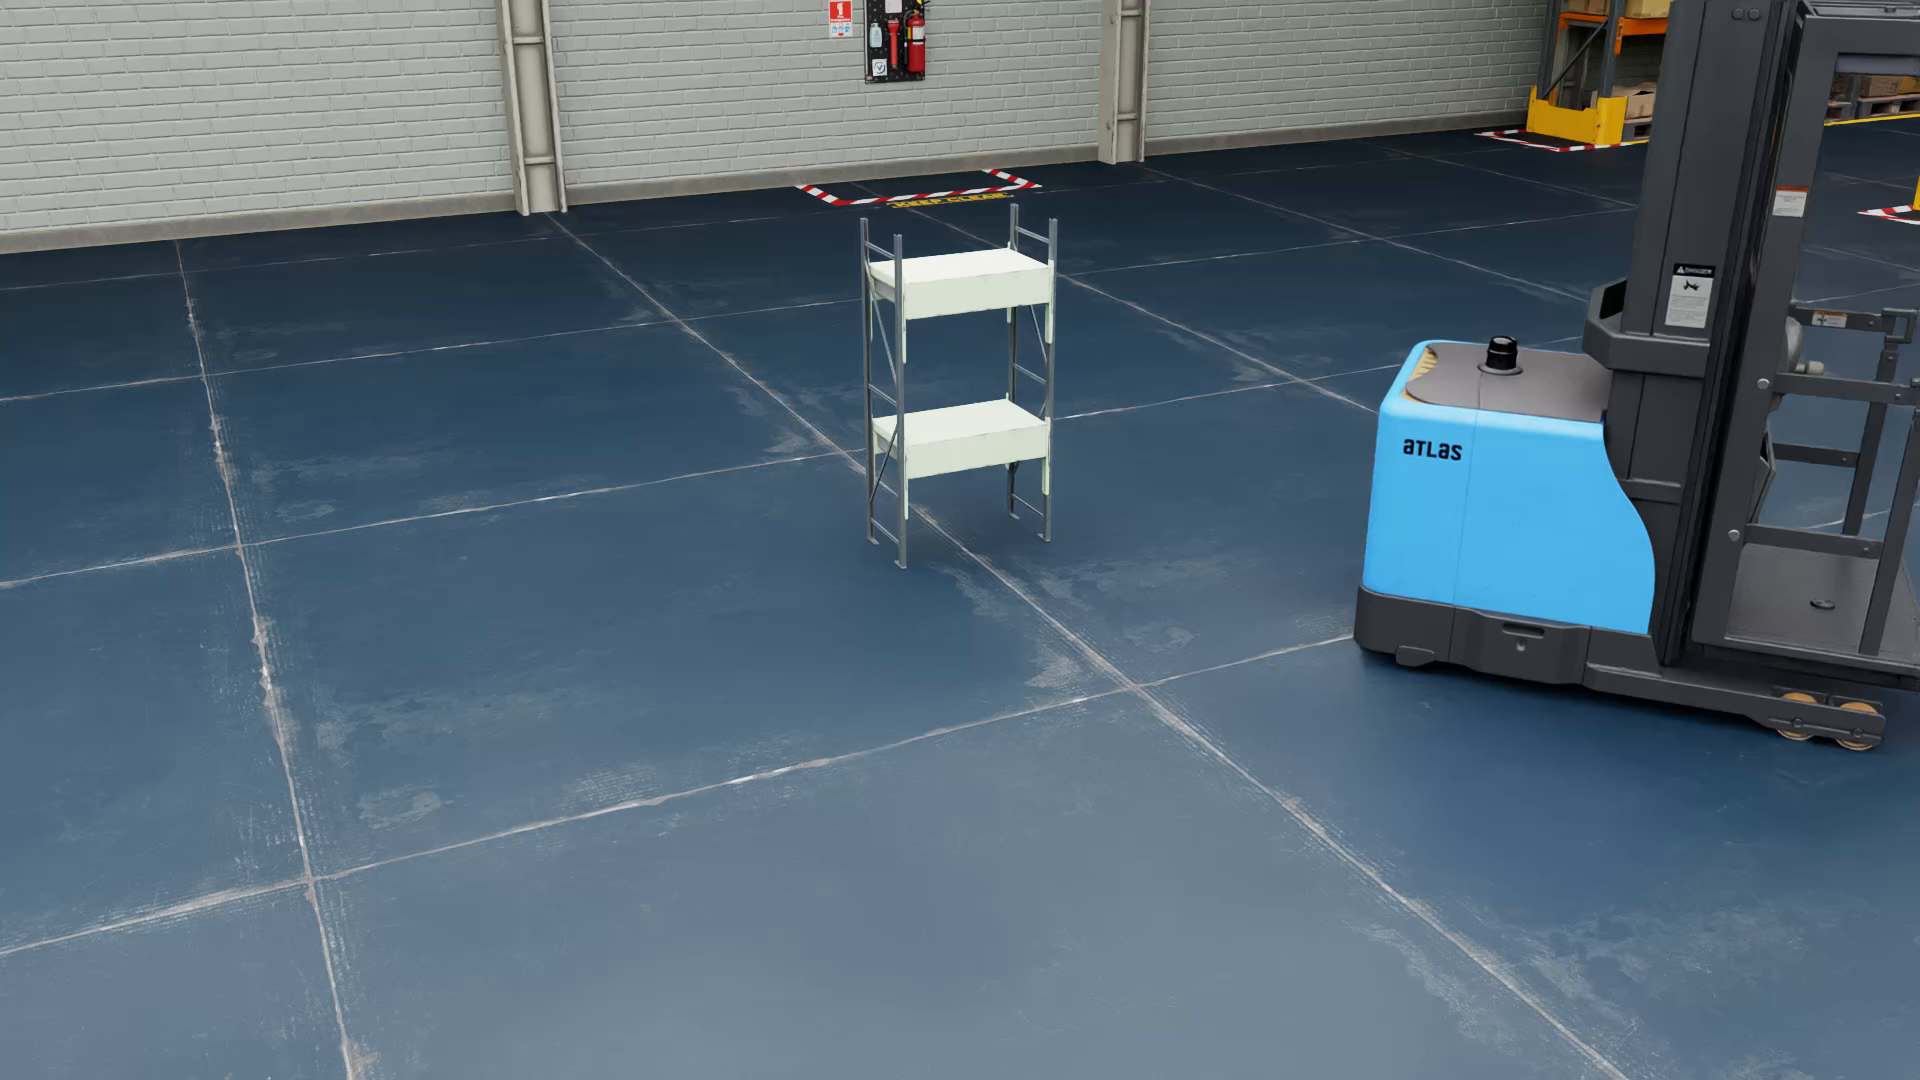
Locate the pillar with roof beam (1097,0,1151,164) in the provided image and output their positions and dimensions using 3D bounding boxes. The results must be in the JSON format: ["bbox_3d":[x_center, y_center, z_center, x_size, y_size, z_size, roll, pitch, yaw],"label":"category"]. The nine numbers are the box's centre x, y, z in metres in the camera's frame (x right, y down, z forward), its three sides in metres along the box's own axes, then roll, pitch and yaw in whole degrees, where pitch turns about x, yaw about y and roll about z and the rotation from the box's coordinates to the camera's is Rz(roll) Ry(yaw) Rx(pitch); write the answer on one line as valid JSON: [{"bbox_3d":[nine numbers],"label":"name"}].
[{"bbox_3d":[3.533,-6.616,11.966,0.400,9.000,9.100,-10,25,-24],"label":"pillar with roof beam"}]

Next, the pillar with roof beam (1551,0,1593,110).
[{"bbox_3d":[8.940,-7.611,14.371,0.400,9.000,9.100,-10,25,-24],"label":"pillar with roof beam"}]

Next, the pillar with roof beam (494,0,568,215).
[{"bbox_3d":[-1.873,-5.620,9.562,0.400,9.000,9.100,-10,25,-24],"label":"pillar with roof beam"}]

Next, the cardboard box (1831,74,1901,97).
[{"bbox_3d":[11.077,-5.748,20.407,0.500,0.500,0.700,-10,24,-22],"label":"cardboard box"}]

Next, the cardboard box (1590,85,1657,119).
[{"bbox_3d":[7.480,-4.953,18.734,0.500,0.311,0.500,-14,26,-30],"label":"cardboard box"}]

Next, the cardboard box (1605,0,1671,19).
[{"bbox_3d":[7.395,-5.820,18.058,0.500,0.250,0.500,-11,25,-25],"label":"cardboard box"}]

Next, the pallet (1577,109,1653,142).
[{"bbox_3d":[7.633,-4.755,18.961,1.213,0.211,1.003,-10,25,-24],"label":"pallet"}]

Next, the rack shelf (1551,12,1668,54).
[{"bbox_3d":[8.619,-5.908,19.041,4.000,0.370,1.077,-10,25,-24],"label":"rack shelf"}]

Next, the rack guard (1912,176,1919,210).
[{"bbox_3d":[8.947,-3.043,14.447,0.348,0.500,1.175,-10,25,-24],"label":"rack guard"}]

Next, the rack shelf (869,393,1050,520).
[{"bbox_3d":[-0.006,-0.391,7.585,0.720,0.370,0.431,-10,25,-24],"label":"rack shelf"}]

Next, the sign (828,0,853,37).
[{"bbox_3d":[-1.120,-4.891,15.597,0.234,0.329,0.001,-10,25,-24],"label":"sign"}]

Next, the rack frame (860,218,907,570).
[{"bbox_3d":[-0.336,-0.631,7.314,0.023,1.500,0.400,-10,25,-24],"label":"rack frame"}]

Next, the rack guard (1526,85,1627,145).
[{"bbox_3d":[6.886,-4.766,18.610,0.348,0.500,1.175,-10,25,-24],"label":"rack guard"}]

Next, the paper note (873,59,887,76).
[{"bbox_3d":[-0.766,-4.518,15.894,0.142,0.148,0.016,-10,25,-24],"label":"paper note"}]

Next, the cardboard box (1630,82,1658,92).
[{"bbox_3d":[7.993,-5.048,18.962,0.500,0.311,0.500,-8,24,-19],"label":"cardboard box"}]

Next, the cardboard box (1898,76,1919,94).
[{"bbox_3d":[11.521,-5.851,20.656,0.500,0.500,0.700,-11,25,-25],"label":"cardboard box"}]

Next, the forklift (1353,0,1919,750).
[{"bbox_3d":[3.132,-0.835,5.934,3.031,2.935,1.130,9,24,20],"label":"forklift"}]

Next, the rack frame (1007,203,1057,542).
[{"bbox_3d":[0.324,-0.753,7.607,0.023,1.500,0.400,-10,25,-24],"label":"rack frame"}]

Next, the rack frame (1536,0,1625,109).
[{"bbox_3d":[6.817,-5.908,18.102,0.127,3.000,1.000,-10,25,-24],"label":"rack frame"}]

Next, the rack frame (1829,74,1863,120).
[{"bbox_3d":[10.421,-6.572,19.704,0.127,3.000,1.000,-10,25,-24],"label":"rack frame"}]

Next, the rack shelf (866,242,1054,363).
[{"bbox_3d":[-0.006,-1.052,7.311,0.720,0.370,0.431,-10,25,-24],"label":"rack shelf"}]

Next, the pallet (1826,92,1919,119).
[{"bbox_3d":[11.122,-5.413,20.551,1.213,0.211,1.003,-10,25,-24],"label":"pallet"}]

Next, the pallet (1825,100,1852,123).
[{"bbox_3d":[9.832,-5.160,19.939,1.213,0.211,1.003,-10,25,-24],"label":"pallet"}]

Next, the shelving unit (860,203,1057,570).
[{"bbox_3d":[-0.006,-0.692,7.460,0.755,1.500,0.431,-10,25,-24],"label":"shelving unit"}]

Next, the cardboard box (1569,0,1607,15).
[{"bbox_3d":[7.154,-5.993,18.475,0.500,0.250,0.500,-10,25,-23],"label":"cardboard box"}]

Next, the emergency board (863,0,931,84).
[{"bbox_3d":[-0.577,-4.931,15.739,0.643,1.169,0.194,-10,25,-24],"label":"emergency board"}]

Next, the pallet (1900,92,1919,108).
[{"bbox_3d":[12.223,-5.617,21.043,1.213,0.211,1.003,-10,25,-24],"label":"pallet"}]
